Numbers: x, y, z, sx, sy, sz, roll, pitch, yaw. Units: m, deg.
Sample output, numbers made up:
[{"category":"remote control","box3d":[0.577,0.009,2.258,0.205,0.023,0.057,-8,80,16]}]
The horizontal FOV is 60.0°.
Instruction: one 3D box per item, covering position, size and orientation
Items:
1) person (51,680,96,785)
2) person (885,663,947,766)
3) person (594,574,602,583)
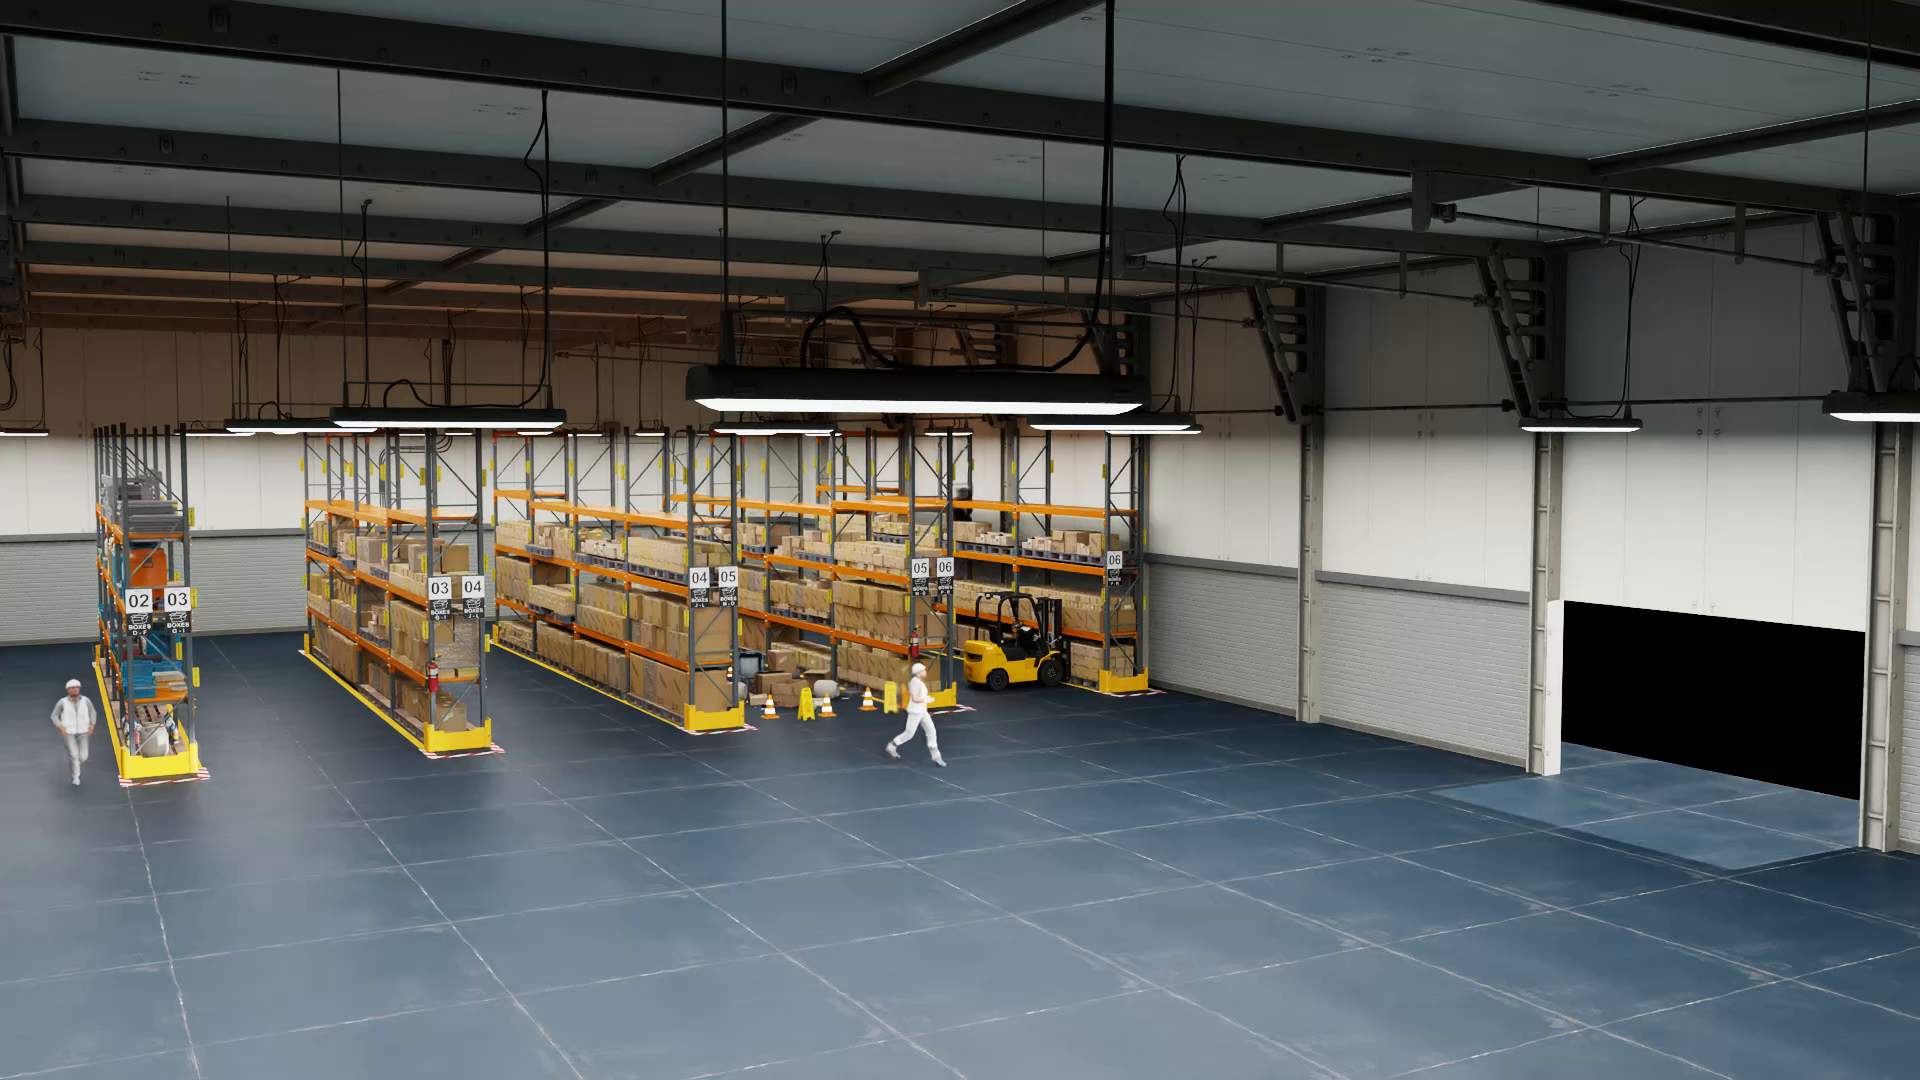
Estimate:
[{"category":"person","box3d":[-14.792,3.186,27.759,0.685,1.736,0.659,-3,5,-42]},{"category":"person","box3d":[-0.790,3.069,29.176,1.093,1.817,0.621,1,4,17]},{"category":"person","box3d":[-10.726,1.852,49.604,0.885,1.690,0.612,-1,4,-19]}]
